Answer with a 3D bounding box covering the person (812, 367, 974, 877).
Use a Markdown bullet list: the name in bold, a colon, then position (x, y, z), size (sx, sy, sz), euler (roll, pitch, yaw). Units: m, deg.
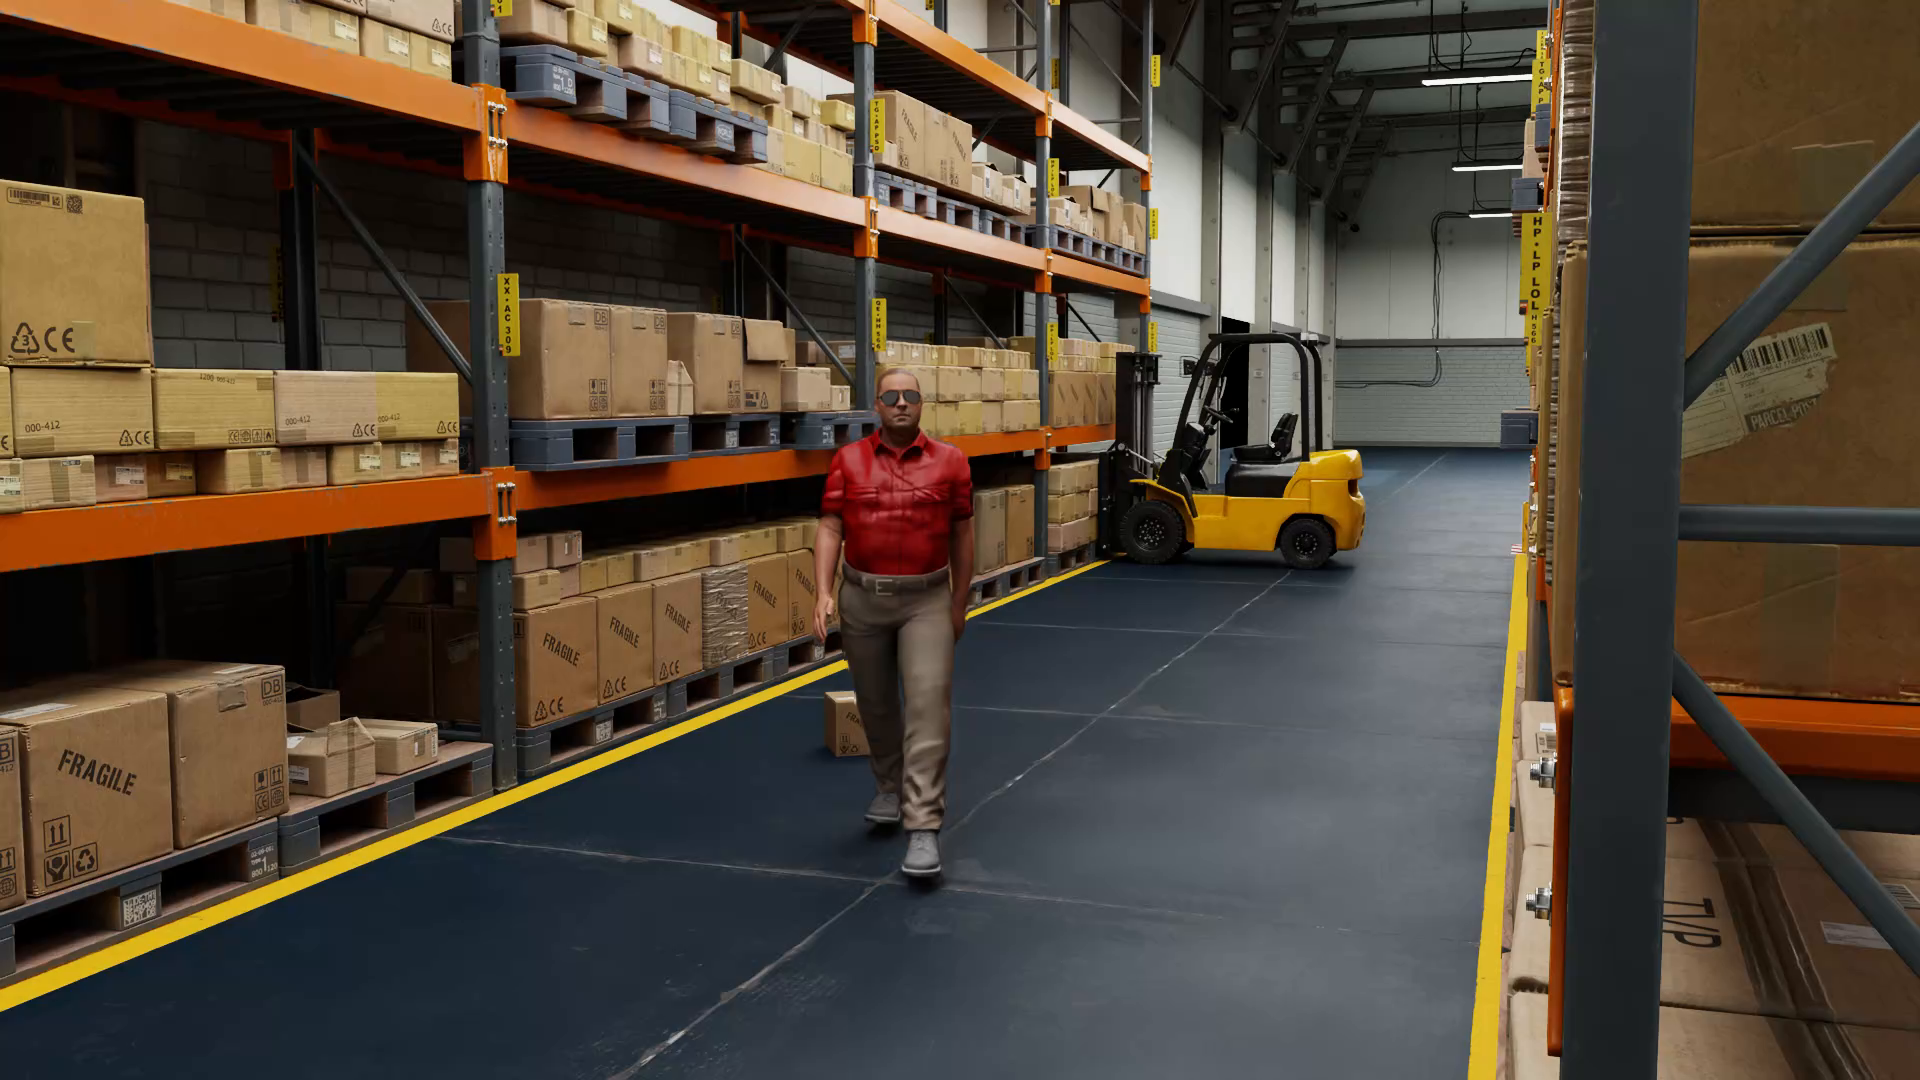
- **person**: position (-0.239, 0.237, 5.812), size (0.550, 1.674, 0.986), euler (0, 5, 5)
